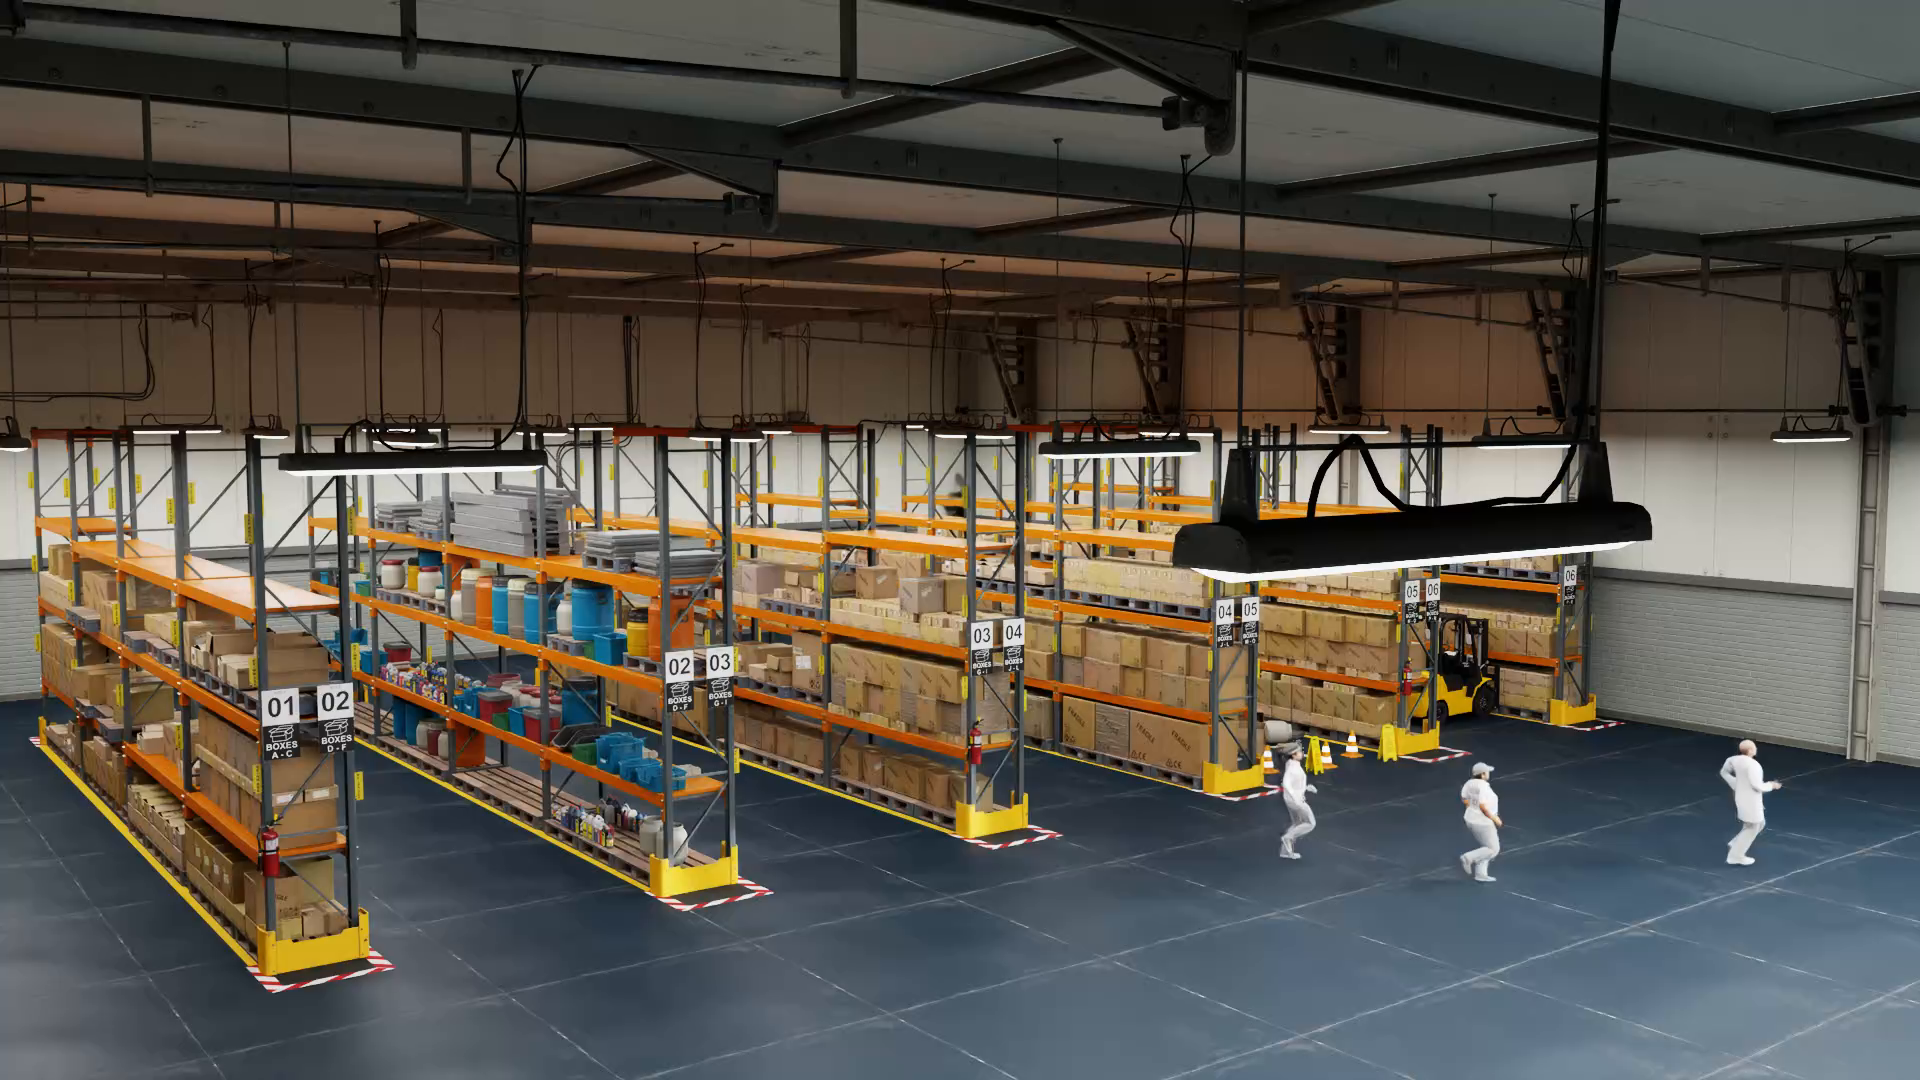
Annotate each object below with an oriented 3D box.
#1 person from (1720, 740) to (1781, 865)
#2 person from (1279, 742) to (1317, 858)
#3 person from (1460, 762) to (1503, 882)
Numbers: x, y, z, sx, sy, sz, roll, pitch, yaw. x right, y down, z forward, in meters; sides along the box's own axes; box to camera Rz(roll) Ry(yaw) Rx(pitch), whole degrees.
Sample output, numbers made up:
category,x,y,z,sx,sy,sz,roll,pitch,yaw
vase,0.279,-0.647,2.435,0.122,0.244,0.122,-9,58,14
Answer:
category,x,y,z,sx,sy,sz,roll,pitch,yaw
person,10.994,3.643,23.076,0.673,1.762,0.691,0,4,0
person,4.768,3.663,23.426,0.545,1.653,0.615,0,4,1
person,6.920,3.783,22.248,0.584,1.628,0.609,-1,5,-12
